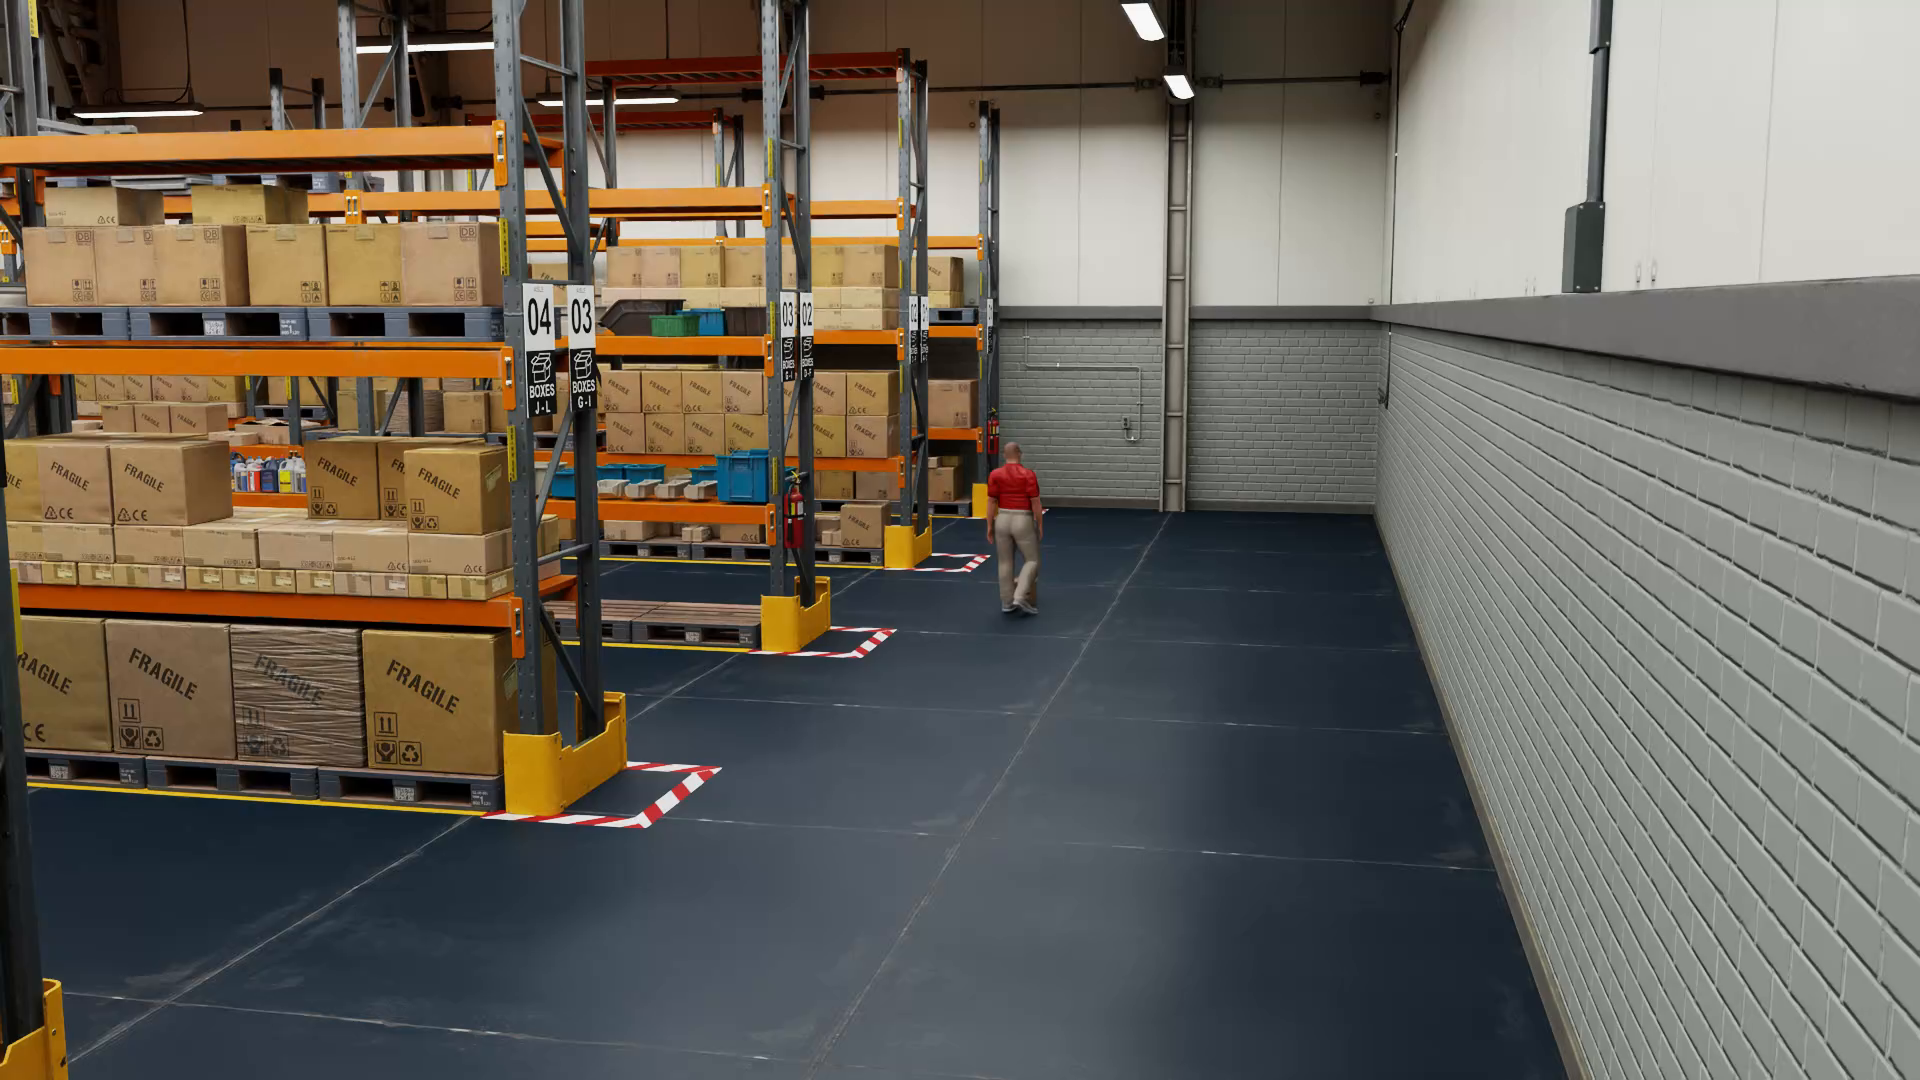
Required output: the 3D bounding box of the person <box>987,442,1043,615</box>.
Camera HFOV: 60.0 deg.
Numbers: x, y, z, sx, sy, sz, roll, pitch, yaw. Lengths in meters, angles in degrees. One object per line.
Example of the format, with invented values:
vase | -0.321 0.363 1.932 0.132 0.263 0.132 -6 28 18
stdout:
person | 0.546 -0.124 16.692 0.569 1.725 0.485 3 8 19
